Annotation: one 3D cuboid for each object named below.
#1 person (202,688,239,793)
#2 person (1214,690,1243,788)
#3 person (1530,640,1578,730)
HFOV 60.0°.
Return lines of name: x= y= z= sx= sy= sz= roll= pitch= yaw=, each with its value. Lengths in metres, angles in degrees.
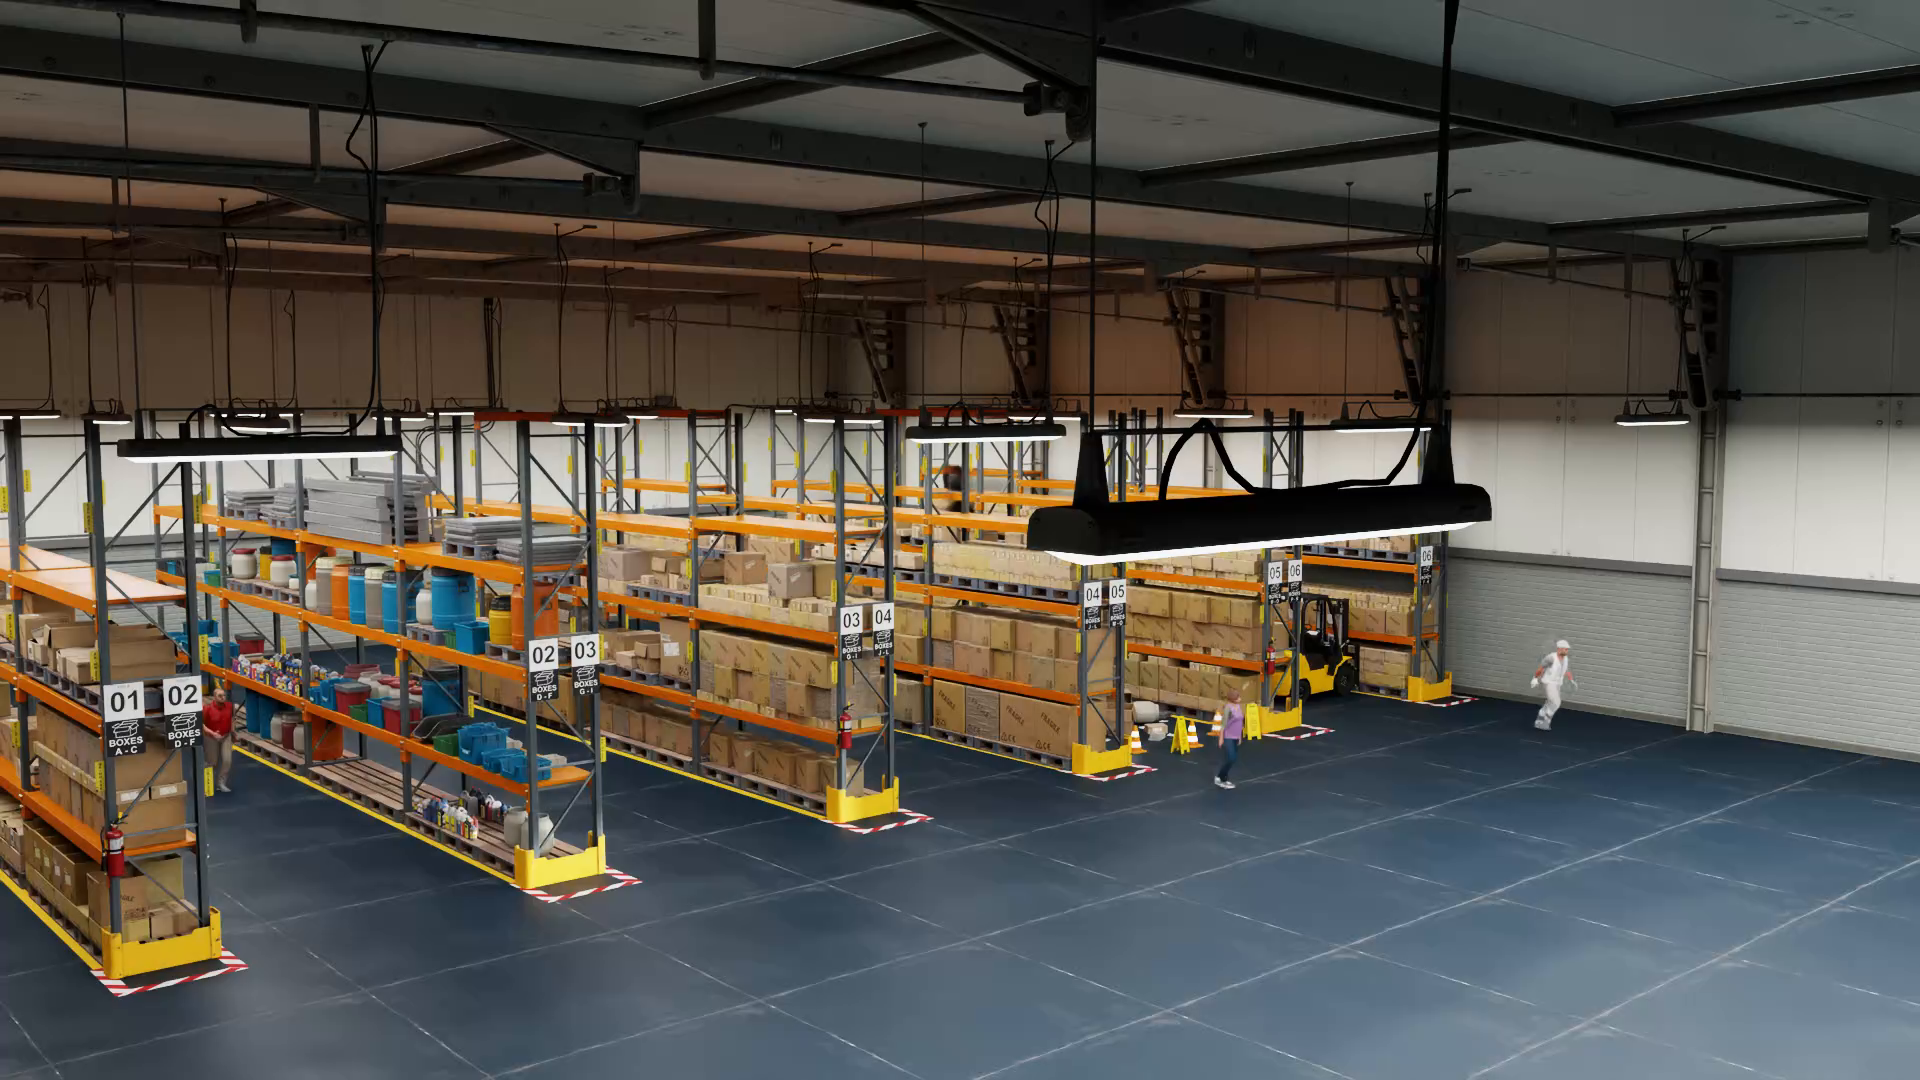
person: x=-11.880 y=3.181 z=26.523 sx=0.775 sy=1.674 sz=0.659 roll=4 pitch=7 yaw=40
person: x=4.304 y=3.189 z=26.672 sx=0.406 sy=1.587 sz=0.501 roll=4 pitch=6 yaw=35
person: x=11.130 y=2.720 z=31.151 sx=0.644 sy=1.722 sz=0.728 roll=-3 pitch=6 yaw=-31
